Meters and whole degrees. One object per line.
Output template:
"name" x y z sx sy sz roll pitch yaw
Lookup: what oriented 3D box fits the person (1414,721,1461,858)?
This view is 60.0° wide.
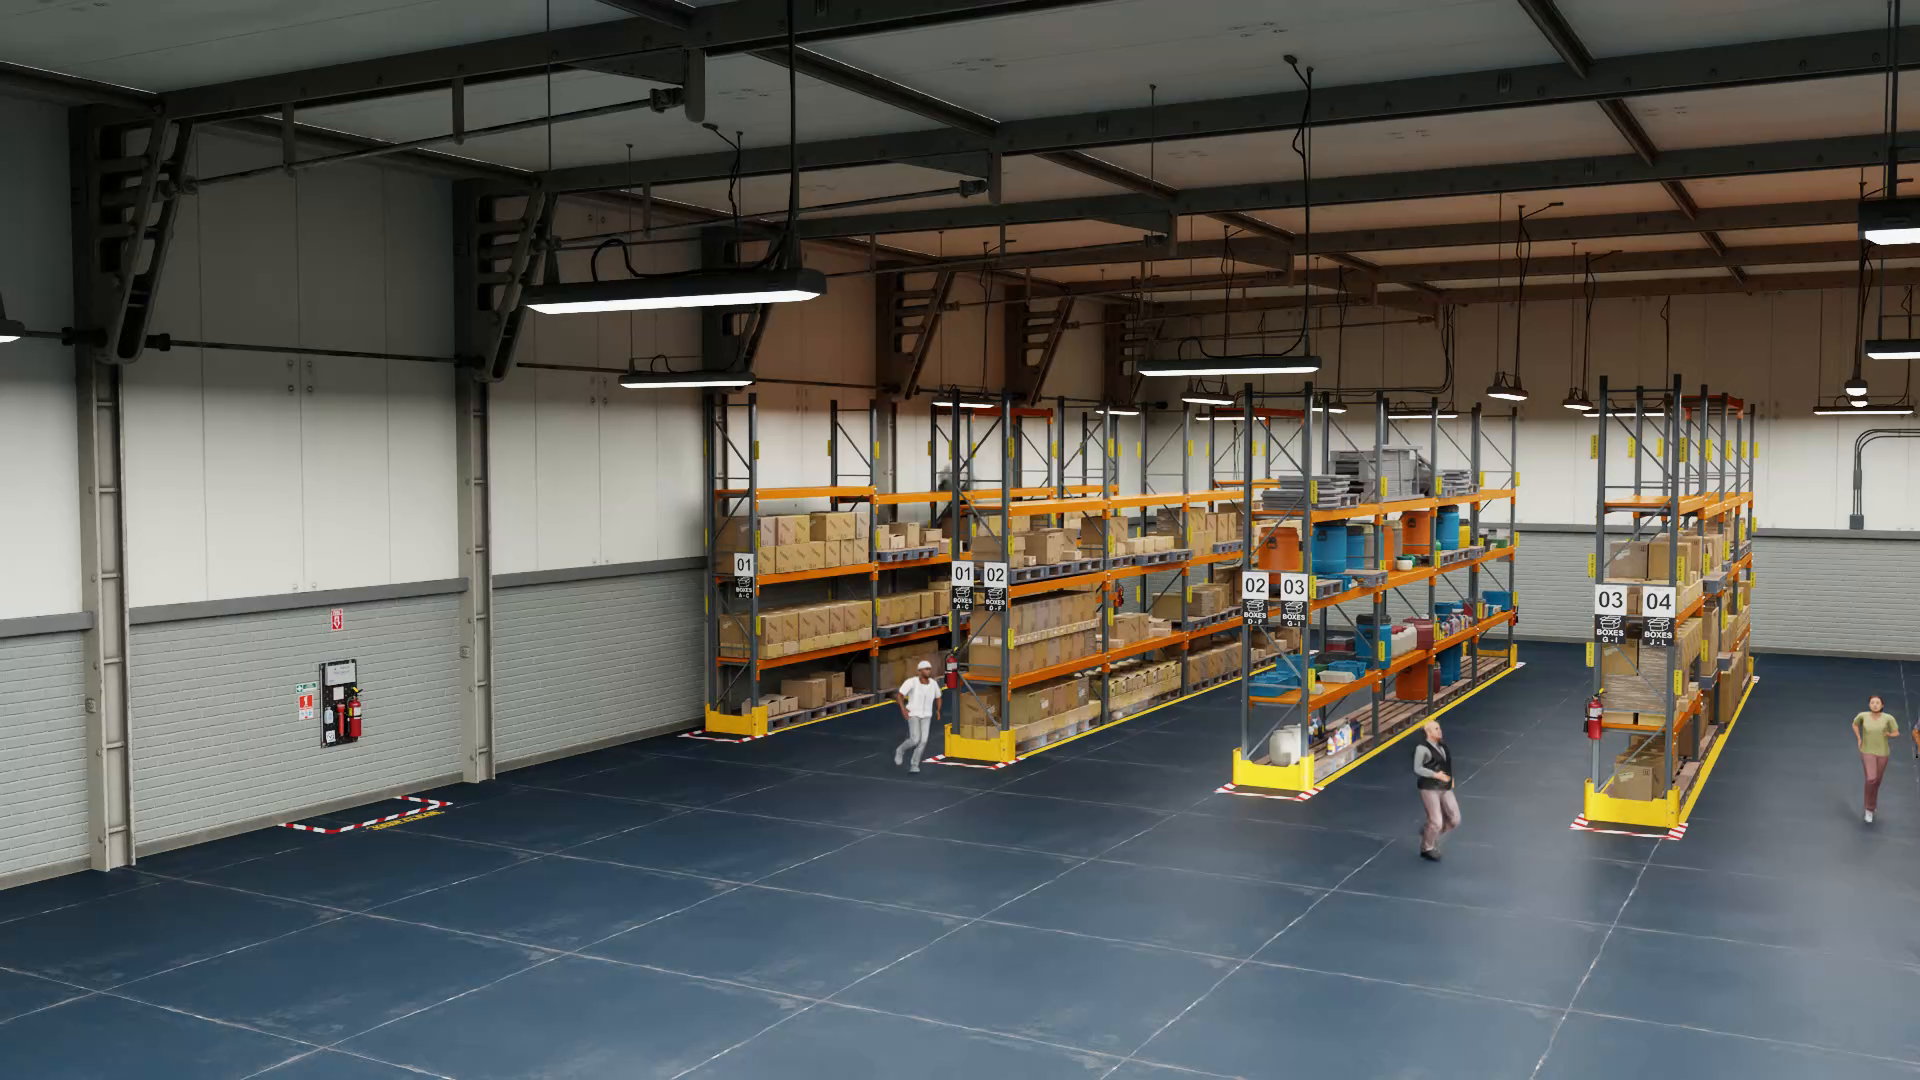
"person" 5.854 3.055 20.298 0.650 1.676 0.578 -2 4 -33

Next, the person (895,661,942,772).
"person" -0.617 2.741 26.041 0.752 1.711 0.592 -2 4 -29

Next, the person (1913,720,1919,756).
"person" 13.465 2.972 22.859 0.607 1.603 0.547 1 3 19

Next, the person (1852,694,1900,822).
"person" 12.475 2.956 22.644 0.546 1.730 0.735 1 3 20
